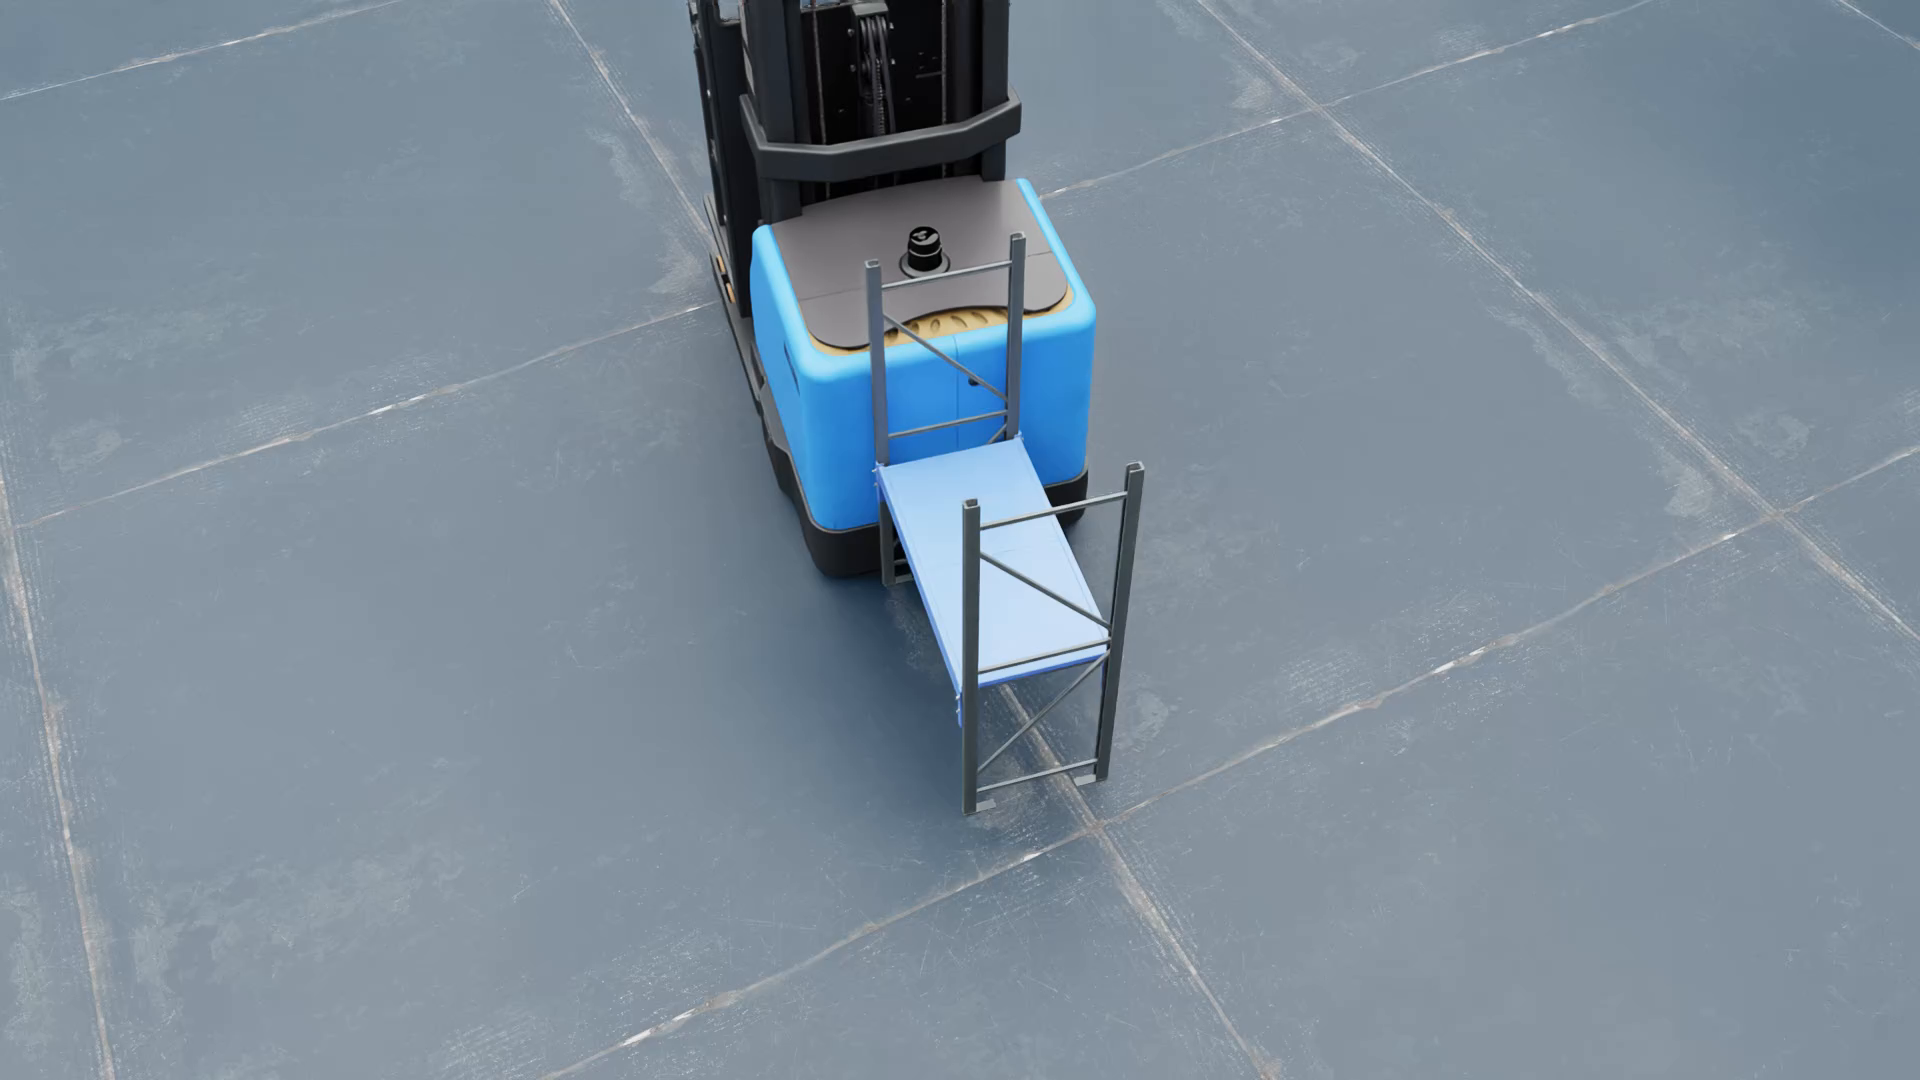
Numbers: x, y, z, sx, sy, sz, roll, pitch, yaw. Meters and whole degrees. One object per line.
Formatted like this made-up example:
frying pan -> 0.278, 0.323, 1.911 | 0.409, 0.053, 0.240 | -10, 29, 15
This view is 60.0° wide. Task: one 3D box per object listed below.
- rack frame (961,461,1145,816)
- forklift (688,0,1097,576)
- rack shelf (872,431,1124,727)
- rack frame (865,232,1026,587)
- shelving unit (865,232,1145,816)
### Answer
rack frame -> 0.249, 0.348, 4.949 | 0.500, 1.500, 0.032 | -13, 50, -11
forklift -> -0.439, -1.970, 6.026 | 1.130, 2.935, 3.031 | -13, 50, -11
rack shelf -> 0.103, 0.100, 5.405 | 0.538, 0.185, 1.000 | -13, 50, -11
rack frame -> -0.043, -0.385, 5.590 | 0.500, 1.500, 0.032 | -13, 50, -11
shelving unit -> 0.103, -0.018, 5.270 | 0.538, 1.500, 1.048 | -13, 50, -11
